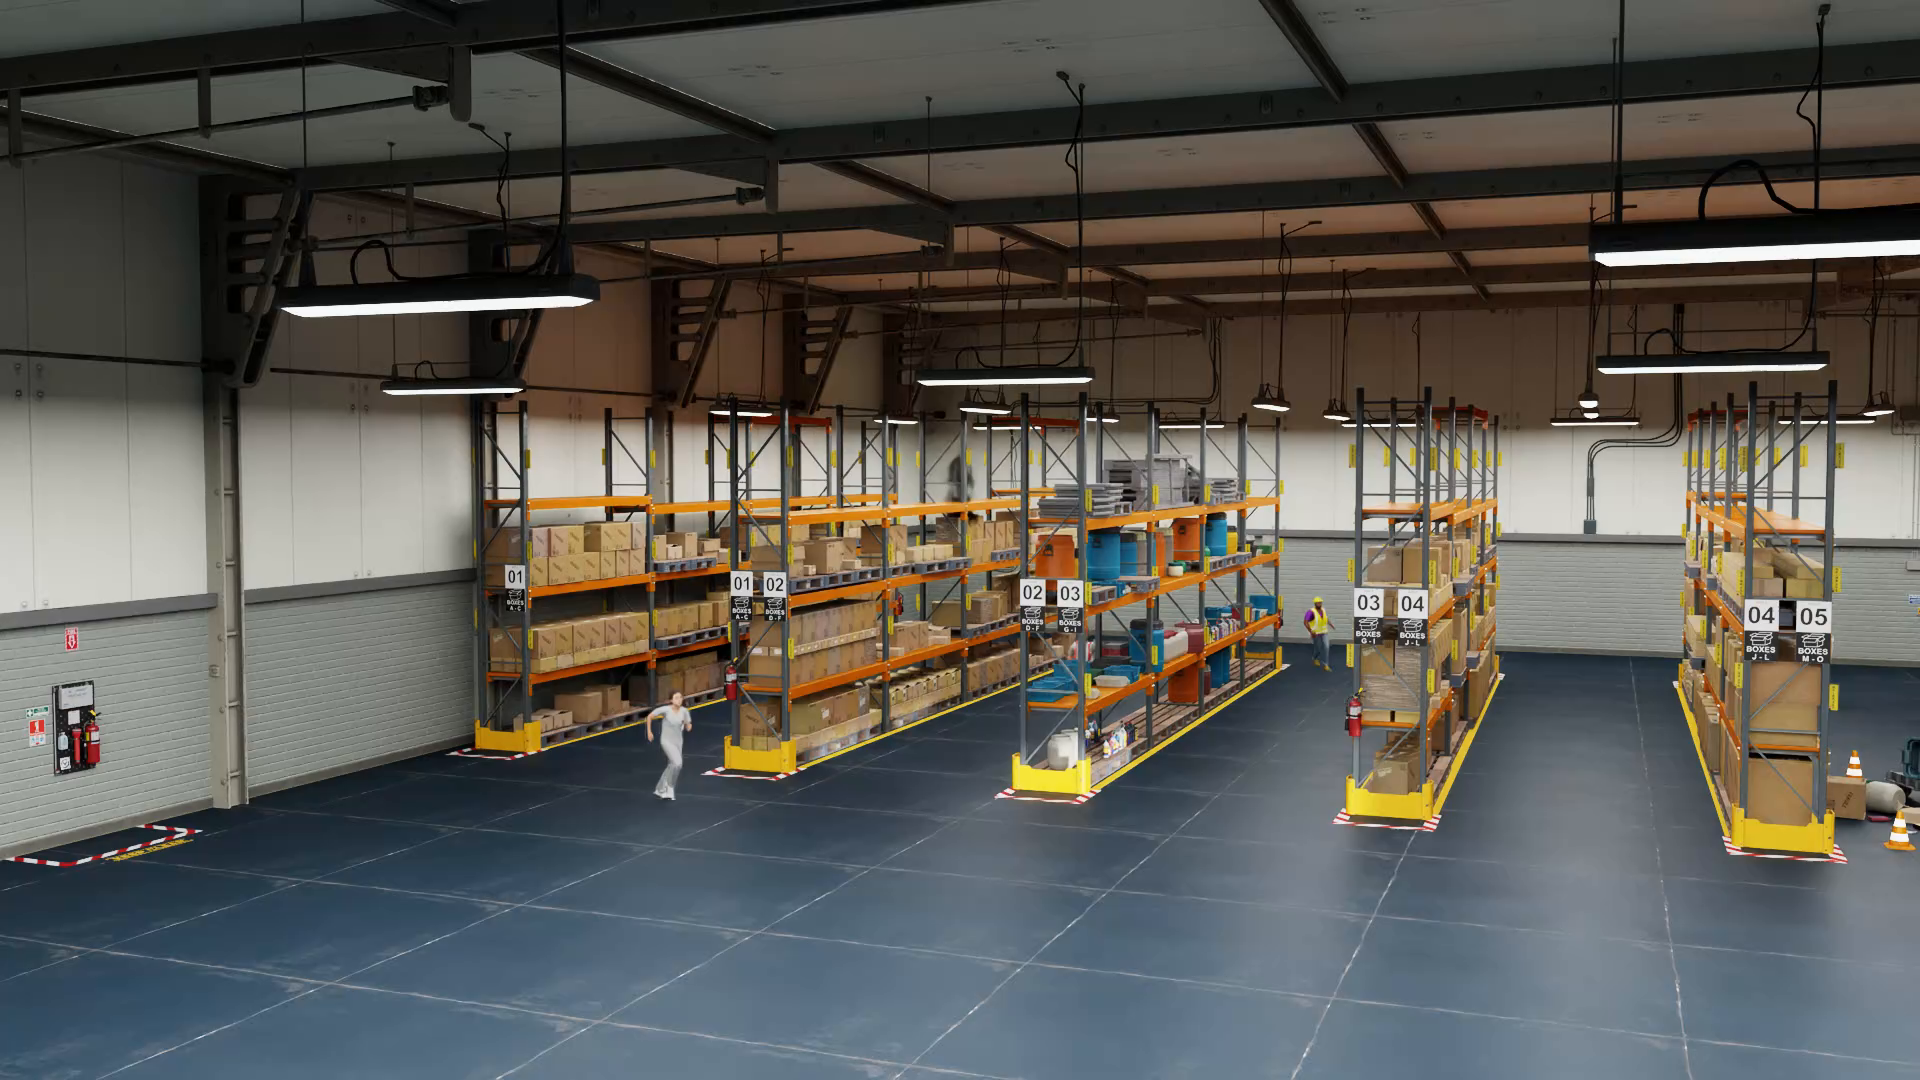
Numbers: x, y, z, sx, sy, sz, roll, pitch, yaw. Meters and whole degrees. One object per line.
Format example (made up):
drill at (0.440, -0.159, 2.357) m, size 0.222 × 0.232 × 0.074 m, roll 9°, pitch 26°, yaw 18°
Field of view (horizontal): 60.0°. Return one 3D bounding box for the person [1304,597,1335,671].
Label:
person at (8.519, 2.228, 39.595) m, size 0.794 × 1.754 × 0.841 m, roll -1°, pitch 3°, yaw -16°

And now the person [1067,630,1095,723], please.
person at (2.383, 2.566, 31.870) m, size 0.667 × 1.785 × 0.956 m, roll 1°, pitch 3°, yaw 18°

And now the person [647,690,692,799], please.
person at (-4.206, 2.985, 24.244) m, size 0.596 × 1.616 × 0.757 m, roll -2°, pitch 4°, yaw -41°
